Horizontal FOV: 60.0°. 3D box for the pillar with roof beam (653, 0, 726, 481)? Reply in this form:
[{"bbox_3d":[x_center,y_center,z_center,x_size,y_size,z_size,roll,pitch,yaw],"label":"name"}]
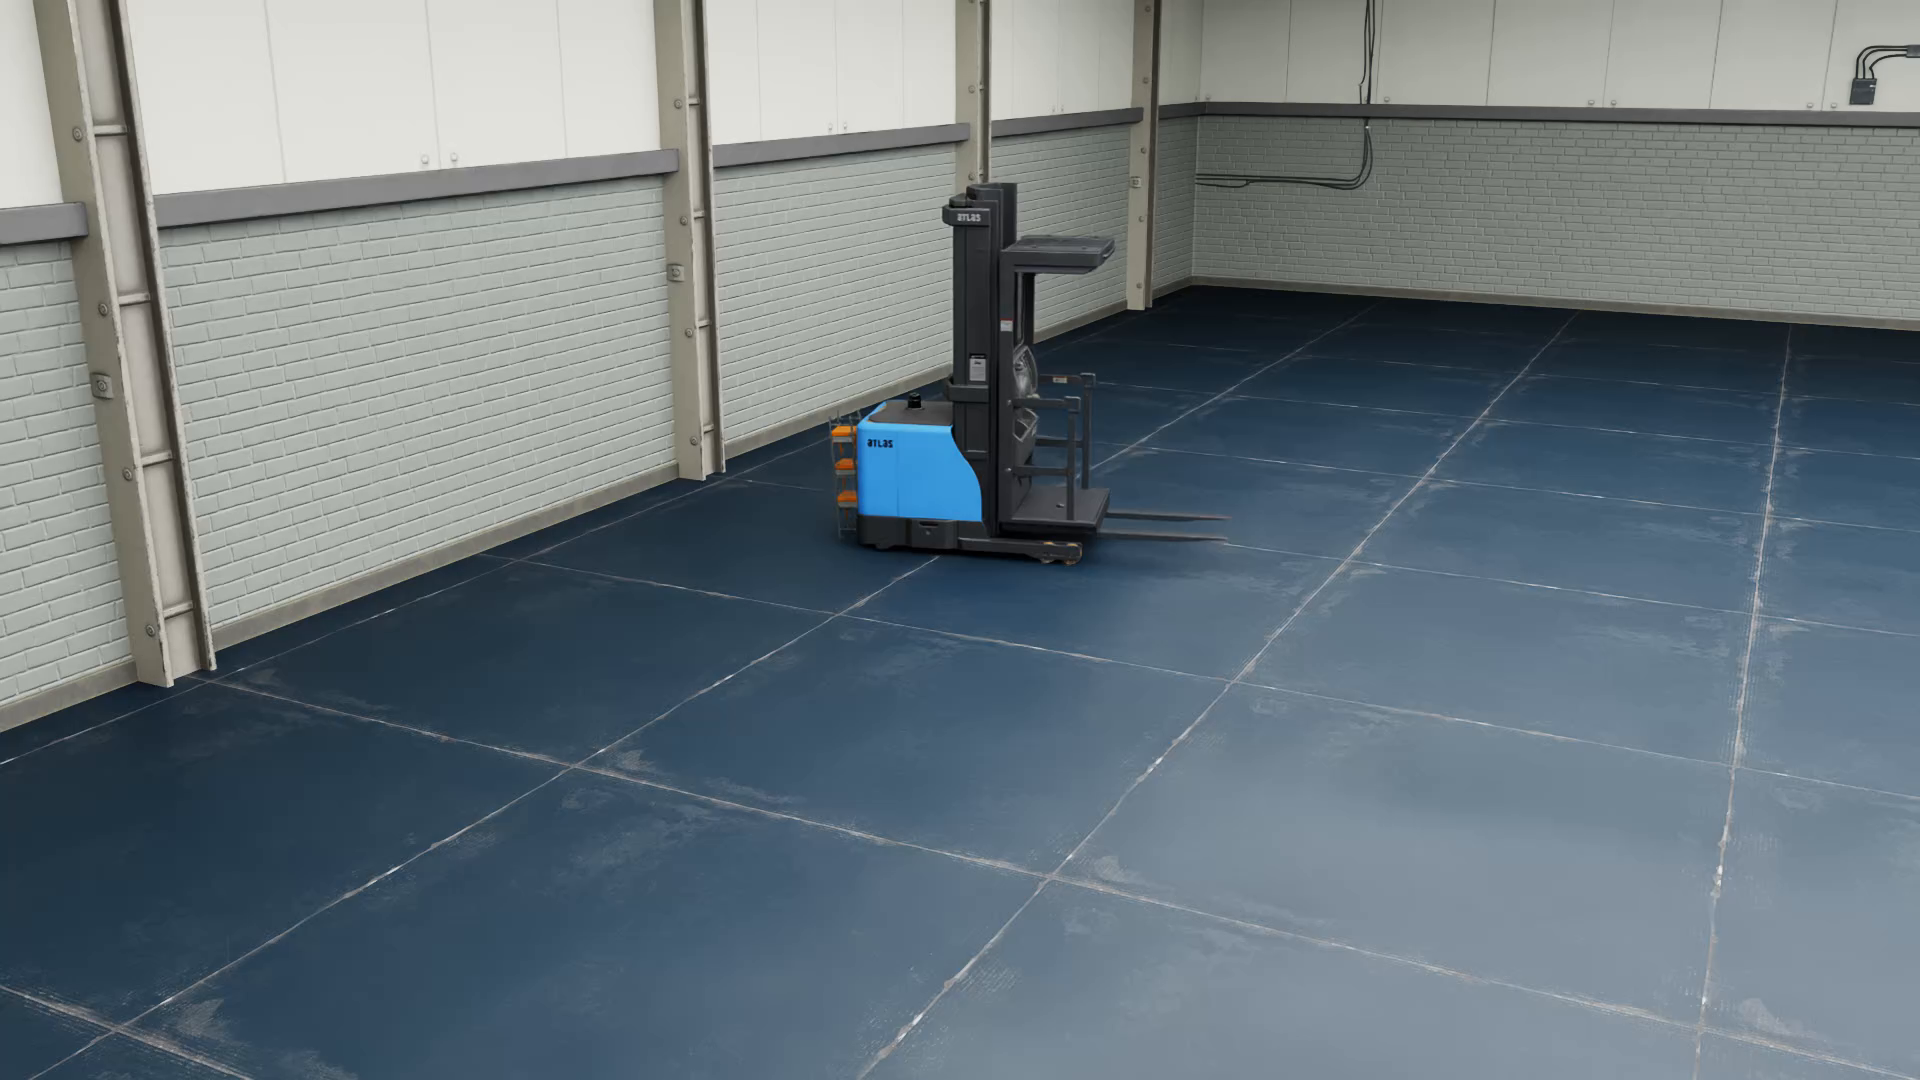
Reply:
[{"bbox_3d":[1.334,-4.406,13.052,9.100,9.000,0.400,8,18,25],"label":"pillar with roof beam"}]

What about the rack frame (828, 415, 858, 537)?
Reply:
[{"bbox_3d":[-0.961,-0.527,13.931,0.200,1.050,0.008,0,16,13],"label":"rack frame"}]

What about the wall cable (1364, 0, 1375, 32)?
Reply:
[{"bbox_3d":[7.765,-9.180,25.712,3.097,2.526,0.112,8,18,25],"label":"wall cable"}]

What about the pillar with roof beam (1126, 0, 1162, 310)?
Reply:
[{"bbox_3d":[6.696,-7.462,23.343,9.100,9.000,0.400,8,18,25],"label":"pillar with roof beam"}]

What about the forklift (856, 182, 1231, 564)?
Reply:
[{"bbox_3d":[0.716,-1.375,13.507,3.031,2.935,1.130,3,17,11],"label":"forklift"}]

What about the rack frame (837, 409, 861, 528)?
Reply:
[{"bbox_3d":[-0.907,-0.595,14.159,0.200,1.050,0.008,0,16,13],"label":"rack frame"}]

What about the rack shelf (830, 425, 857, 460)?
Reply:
[{"bbox_3d":[-0.952,-0.823,13.972,0.215,0.259,0.240,0,16,13],"label":"rack shelf"}]

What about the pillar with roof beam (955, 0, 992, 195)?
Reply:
[{"bbox_3d":[4.015,-5.934,18.198,9.100,9.000,0.400,8,18,25],"label":"pillar with roof beam"}]

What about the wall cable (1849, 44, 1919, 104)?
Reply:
[{"bbox_3d":[13.830,-9.010,22.583,2.305,6.003,0.169,8,18,25],"label":"wall cable"}]

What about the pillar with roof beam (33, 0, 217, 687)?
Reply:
[{"bbox_3d":[-1.347,-2.877,7.907,9.100,9.000,0.400,8,18,25],"label":"pillar with roof beam"}]

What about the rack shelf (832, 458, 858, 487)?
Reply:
[{"bbox_3d":[-0.934,-0.551,14.048,0.215,0.259,0.240,0,16,13],"label":"rack shelf"}]

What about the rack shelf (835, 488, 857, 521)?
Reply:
[{"bbox_3d":[-0.915,-0.284,14.123,0.215,0.259,0.240,0,16,13],"label":"rack shelf"}]

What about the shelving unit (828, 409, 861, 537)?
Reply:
[{"bbox_3d":[-0.934,-0.561,14.045,0.215,1.050,0.252,0,16,13],"label":"shelving unit"}]

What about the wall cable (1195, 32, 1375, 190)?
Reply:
[{"bbox_3d":[5.344,-7.104,27.590,3.097,2.526,0.112,8,18,25],"label":"wall cable"}]
